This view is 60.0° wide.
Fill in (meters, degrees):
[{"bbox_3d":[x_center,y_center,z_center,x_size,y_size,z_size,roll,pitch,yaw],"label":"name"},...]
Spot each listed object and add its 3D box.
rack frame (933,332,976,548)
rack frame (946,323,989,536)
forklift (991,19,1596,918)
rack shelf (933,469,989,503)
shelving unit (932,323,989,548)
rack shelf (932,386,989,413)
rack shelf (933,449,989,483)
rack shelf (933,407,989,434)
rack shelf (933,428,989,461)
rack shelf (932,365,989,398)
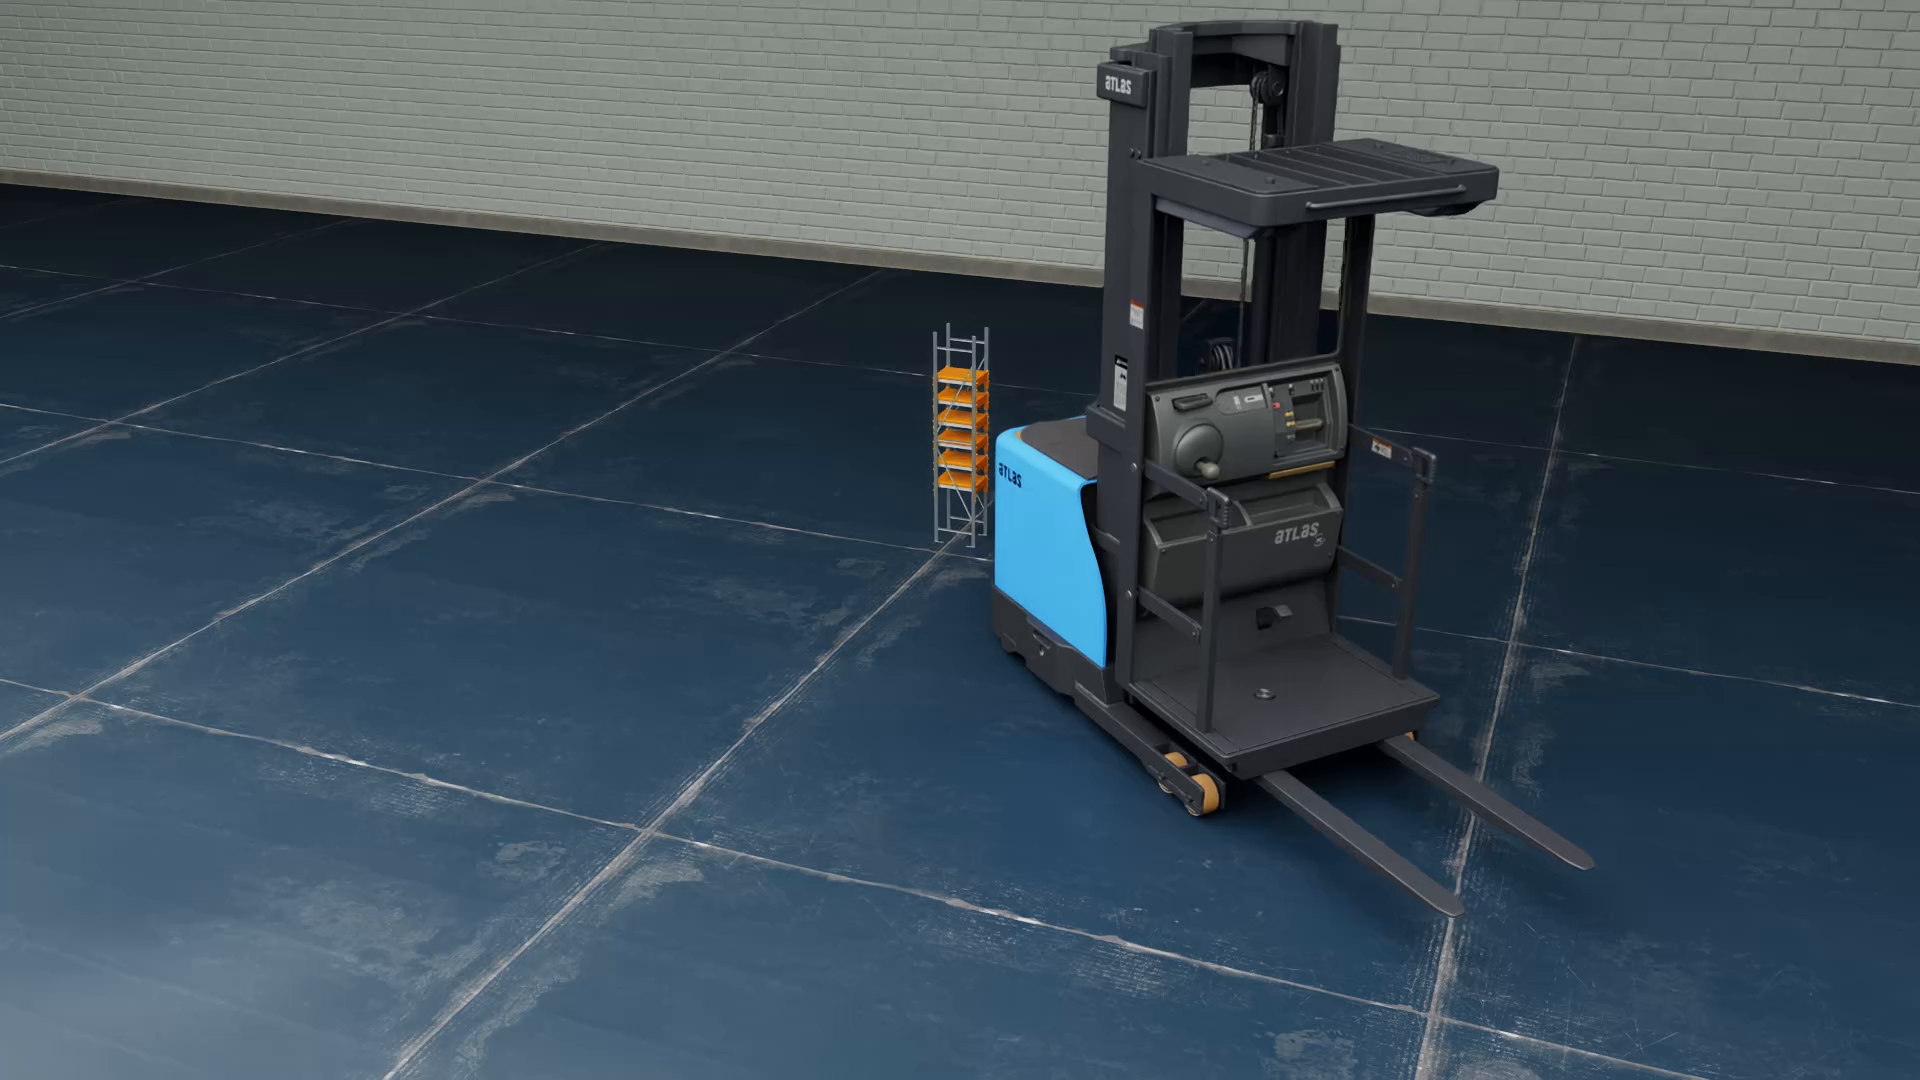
[{"bbox_3d":[-0.029,-0.526,8.953,0.240,1.200,0.006,9,24,20],"label":"rack frame"},{"bbox_3d":[0.039,-0.592,9.110,0.240,1.200,0.006,9,24,20],"label":"rack frame"},{"bbox_3d":[1.272,-0.450,6.525,1.130,2.935,3.031,-11,25,-25],"label":"forklift"},{"bbox_3d":[0.005,-0.296,9.141,0.258,0.103,0.180,9,24,20],"label":"rack shelf"},{"bbox_3d":[0.005,-0.559,9.031,0.258,1.200,0.189,9,24,20],"label":"shelving unit"},{"bbox_3d":[0.005,-0.739,8.956,0.258,0.103,0.180,9,24,20],"label":"rack shelf"},{"bbox_3d":[0.005,-0.407,9.095,0.258,0.103,0.180,9,24,20],"label":"rack shelf"},{"bbox_3d":[0.005,-0.629,9.002,0.258,0.103,0.180,9,24,20],"label":"rack shelf"},{"bbox_3d":[0.005,-0.518,9.048,0.258,0.103,0.180,9,24,20],"label":"rack shelf"},{"bbox_3d":[0.005,-0.850,8.910,0.258,0.103,0.180,9,24,20],"label":"rack shelf"}]
